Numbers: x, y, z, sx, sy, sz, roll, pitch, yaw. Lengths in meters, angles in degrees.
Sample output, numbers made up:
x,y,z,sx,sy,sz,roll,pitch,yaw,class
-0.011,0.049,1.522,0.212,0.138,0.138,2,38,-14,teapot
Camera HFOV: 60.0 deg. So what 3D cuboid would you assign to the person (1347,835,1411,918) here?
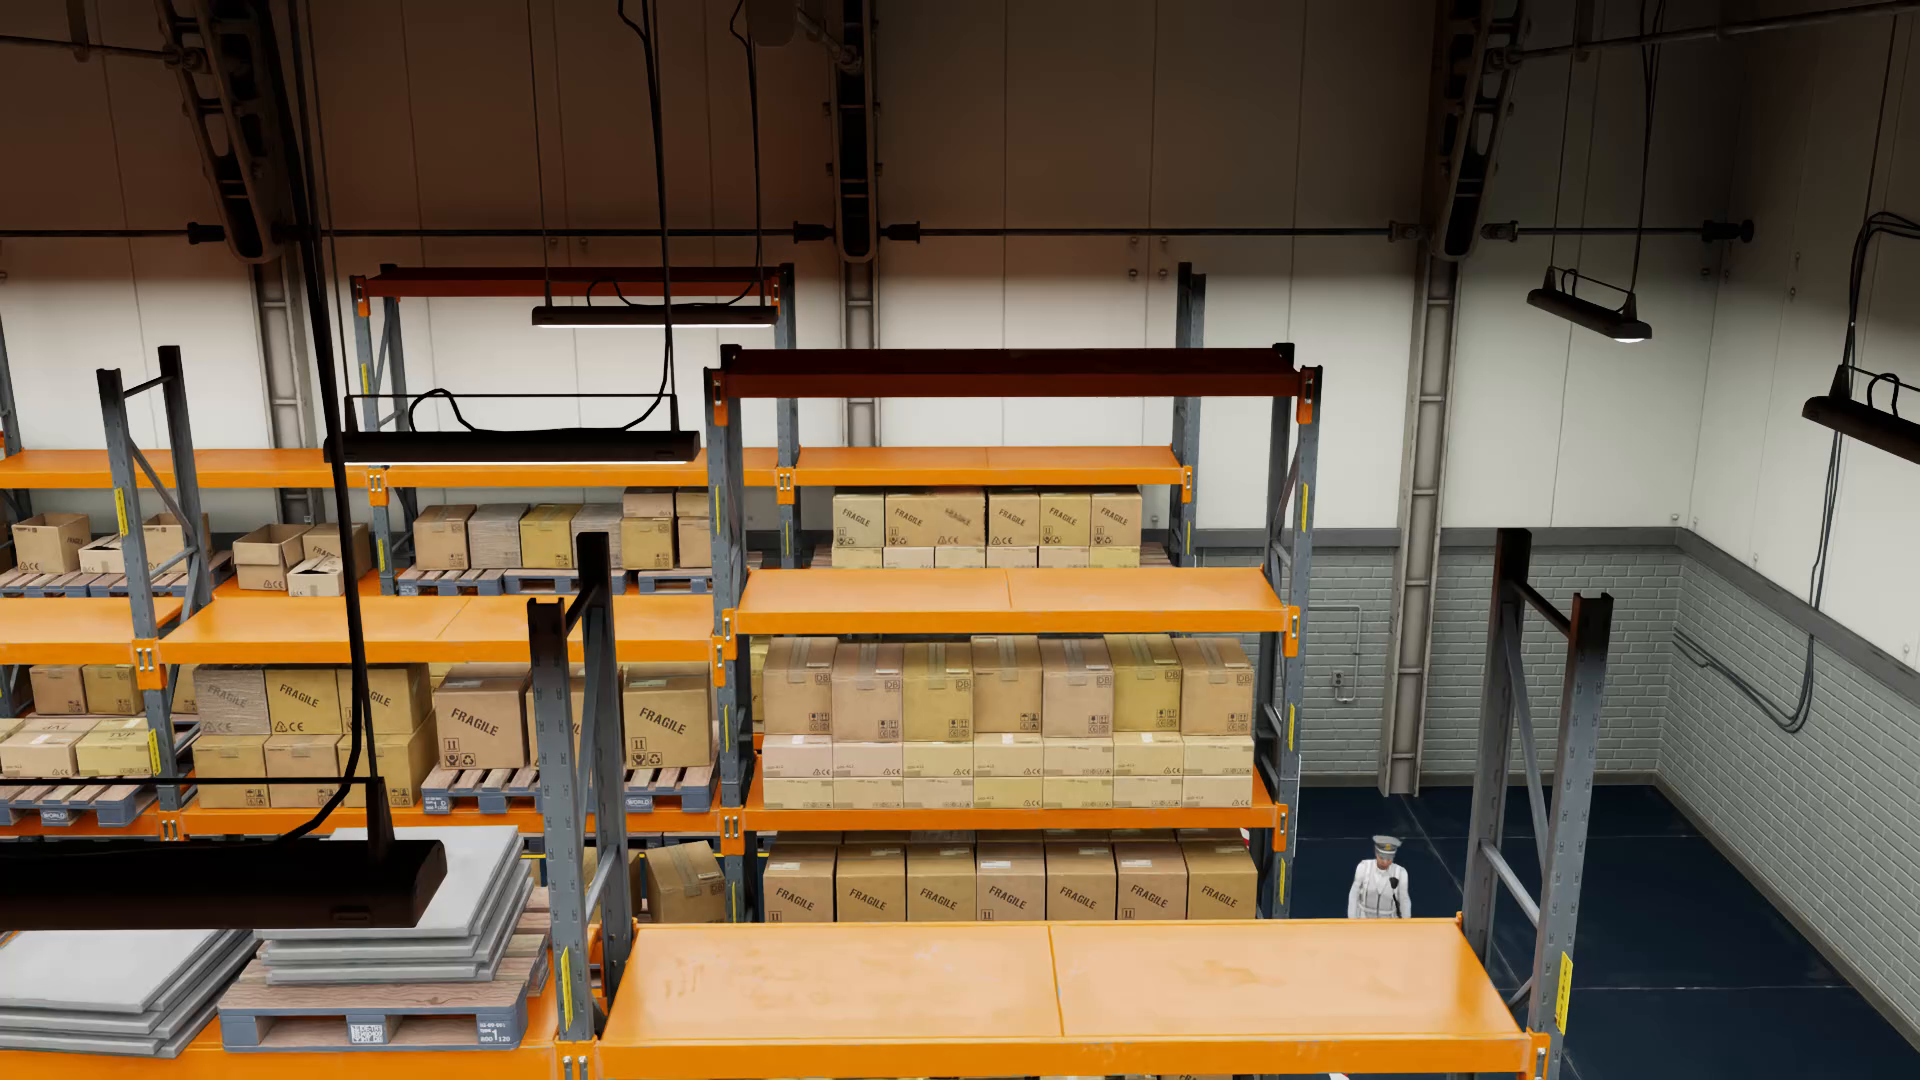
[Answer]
x,y,z,sx,sy,sz,roll,pitch,yaw,class
3.600,3.280,14.288,0.528,1.659,0.570,5,17,16,person
